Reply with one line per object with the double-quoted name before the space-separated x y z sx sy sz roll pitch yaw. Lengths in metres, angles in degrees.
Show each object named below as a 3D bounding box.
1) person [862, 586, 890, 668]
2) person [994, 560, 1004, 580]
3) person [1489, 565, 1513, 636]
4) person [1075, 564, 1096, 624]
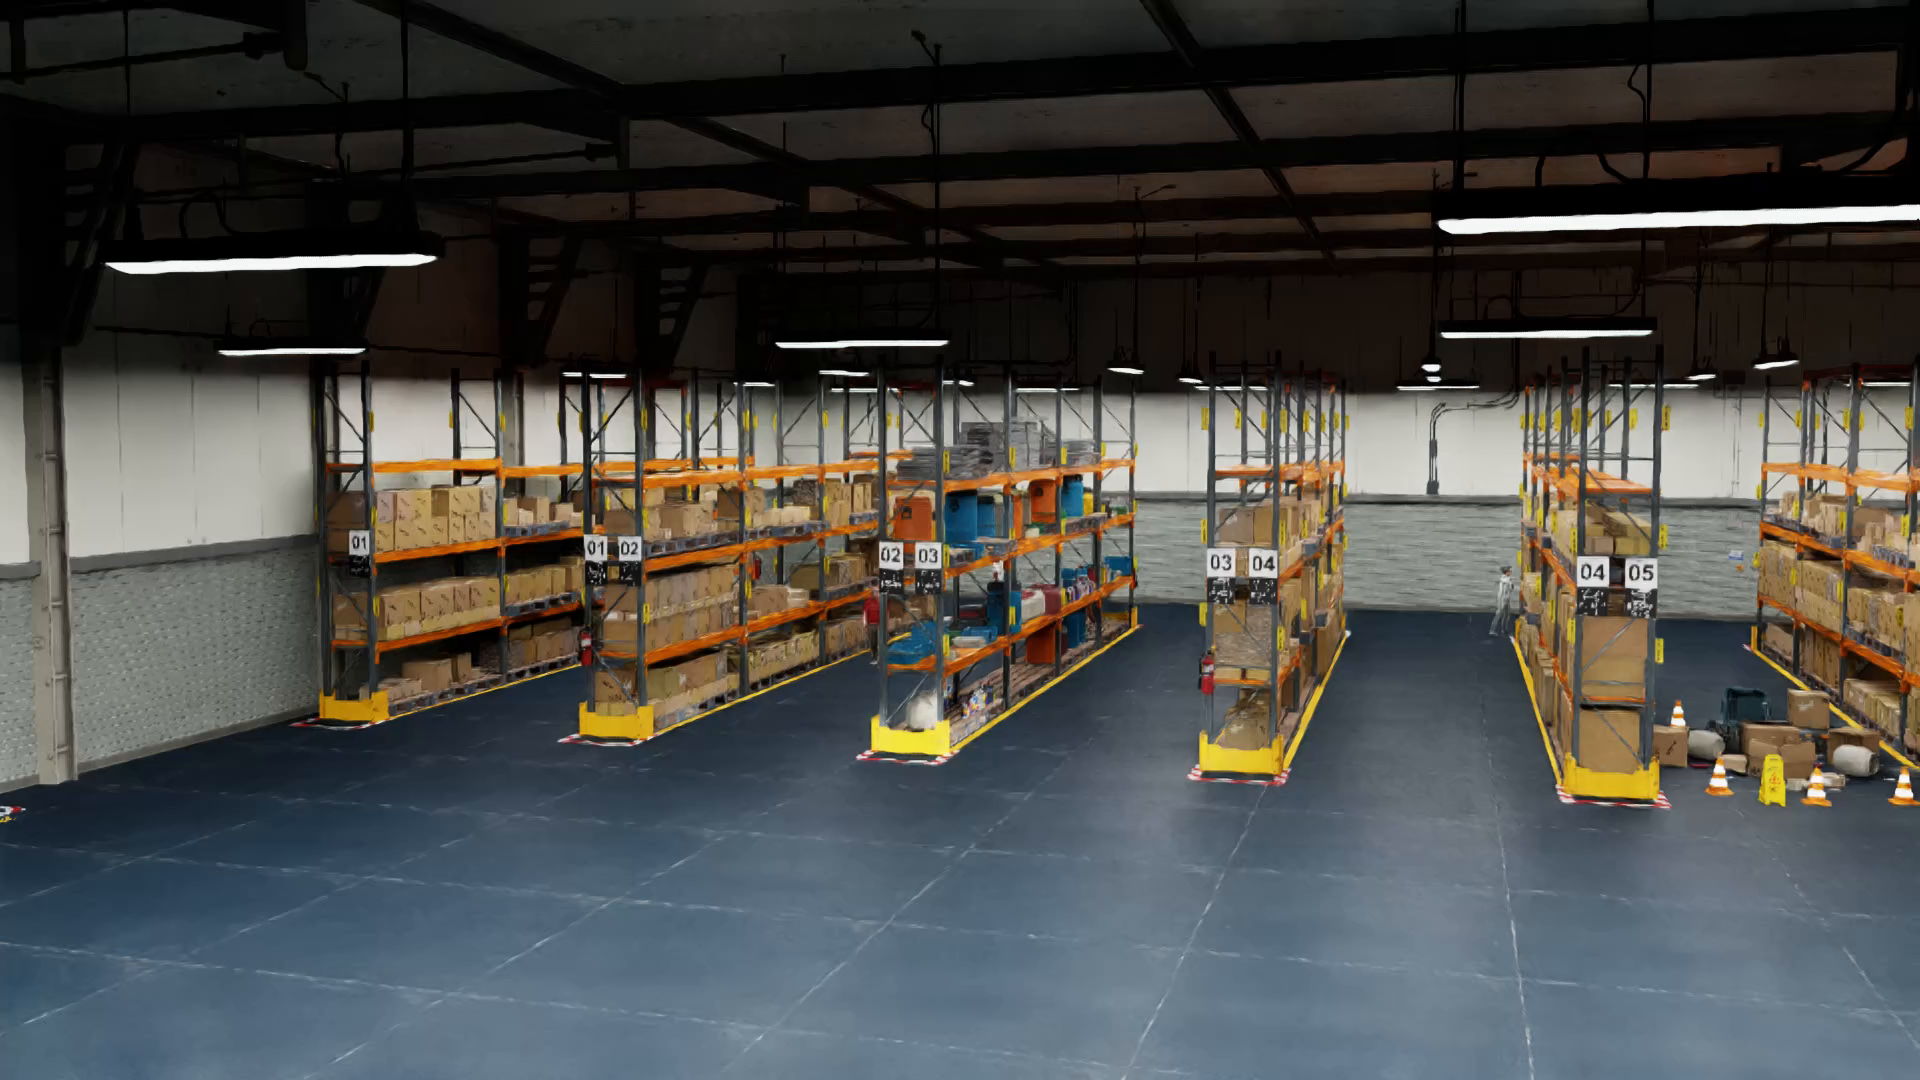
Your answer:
"person" -1.712 1.751 33.699 0.536 1.657 1.036 1 4 8
"person" 1.111 1.075 43.162 0.700 1.672 0.556 -3 5 -37
"person" 12.665 1.404 38.849 0.514 1.673 0.567 2 5 25
"person" 2.887 1.382 39.327 0.498 1.618 0.961 3 5 37
